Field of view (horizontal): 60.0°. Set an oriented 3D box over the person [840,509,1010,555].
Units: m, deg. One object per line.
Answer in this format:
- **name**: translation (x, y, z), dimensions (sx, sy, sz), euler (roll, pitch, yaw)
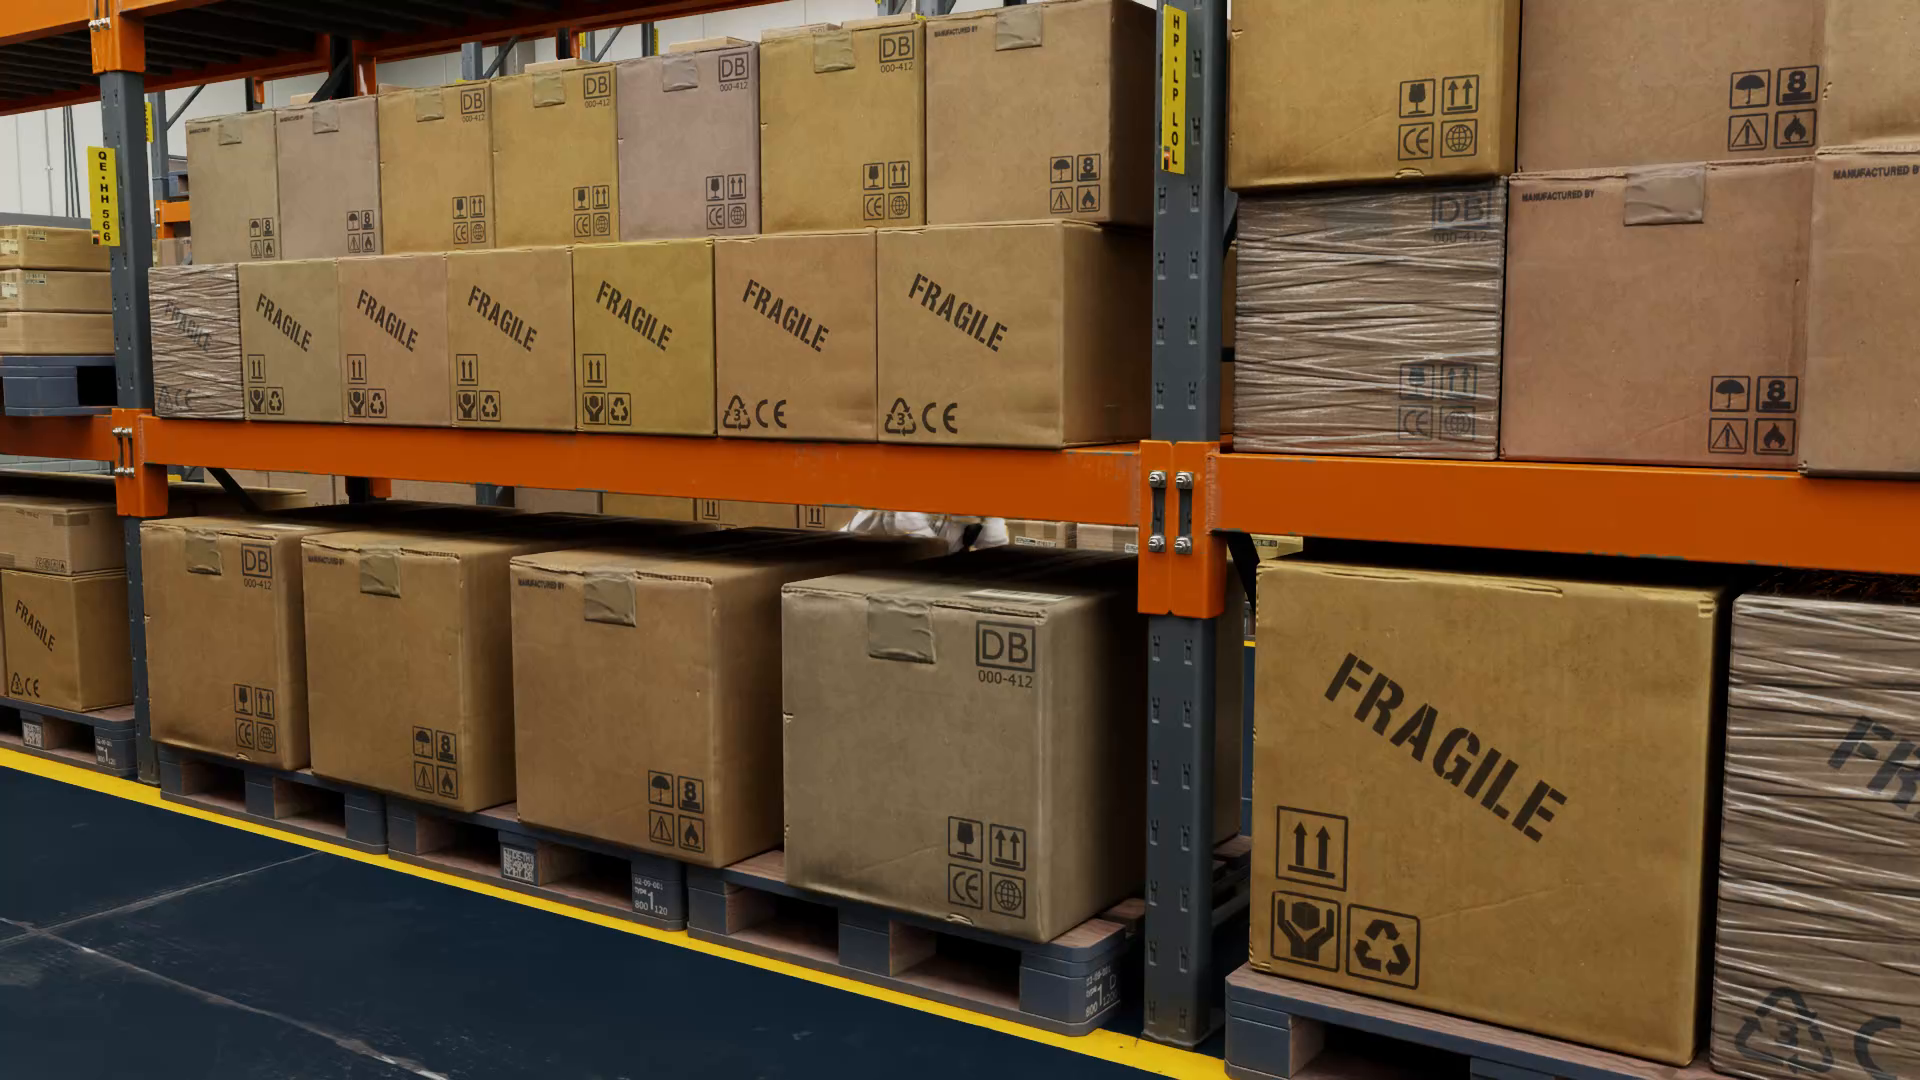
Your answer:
- **person**: translation (-0.107, 0.207, 6.386), dimensions (0.577, 1.205, 0.900), euler (-6, 9, -44)
